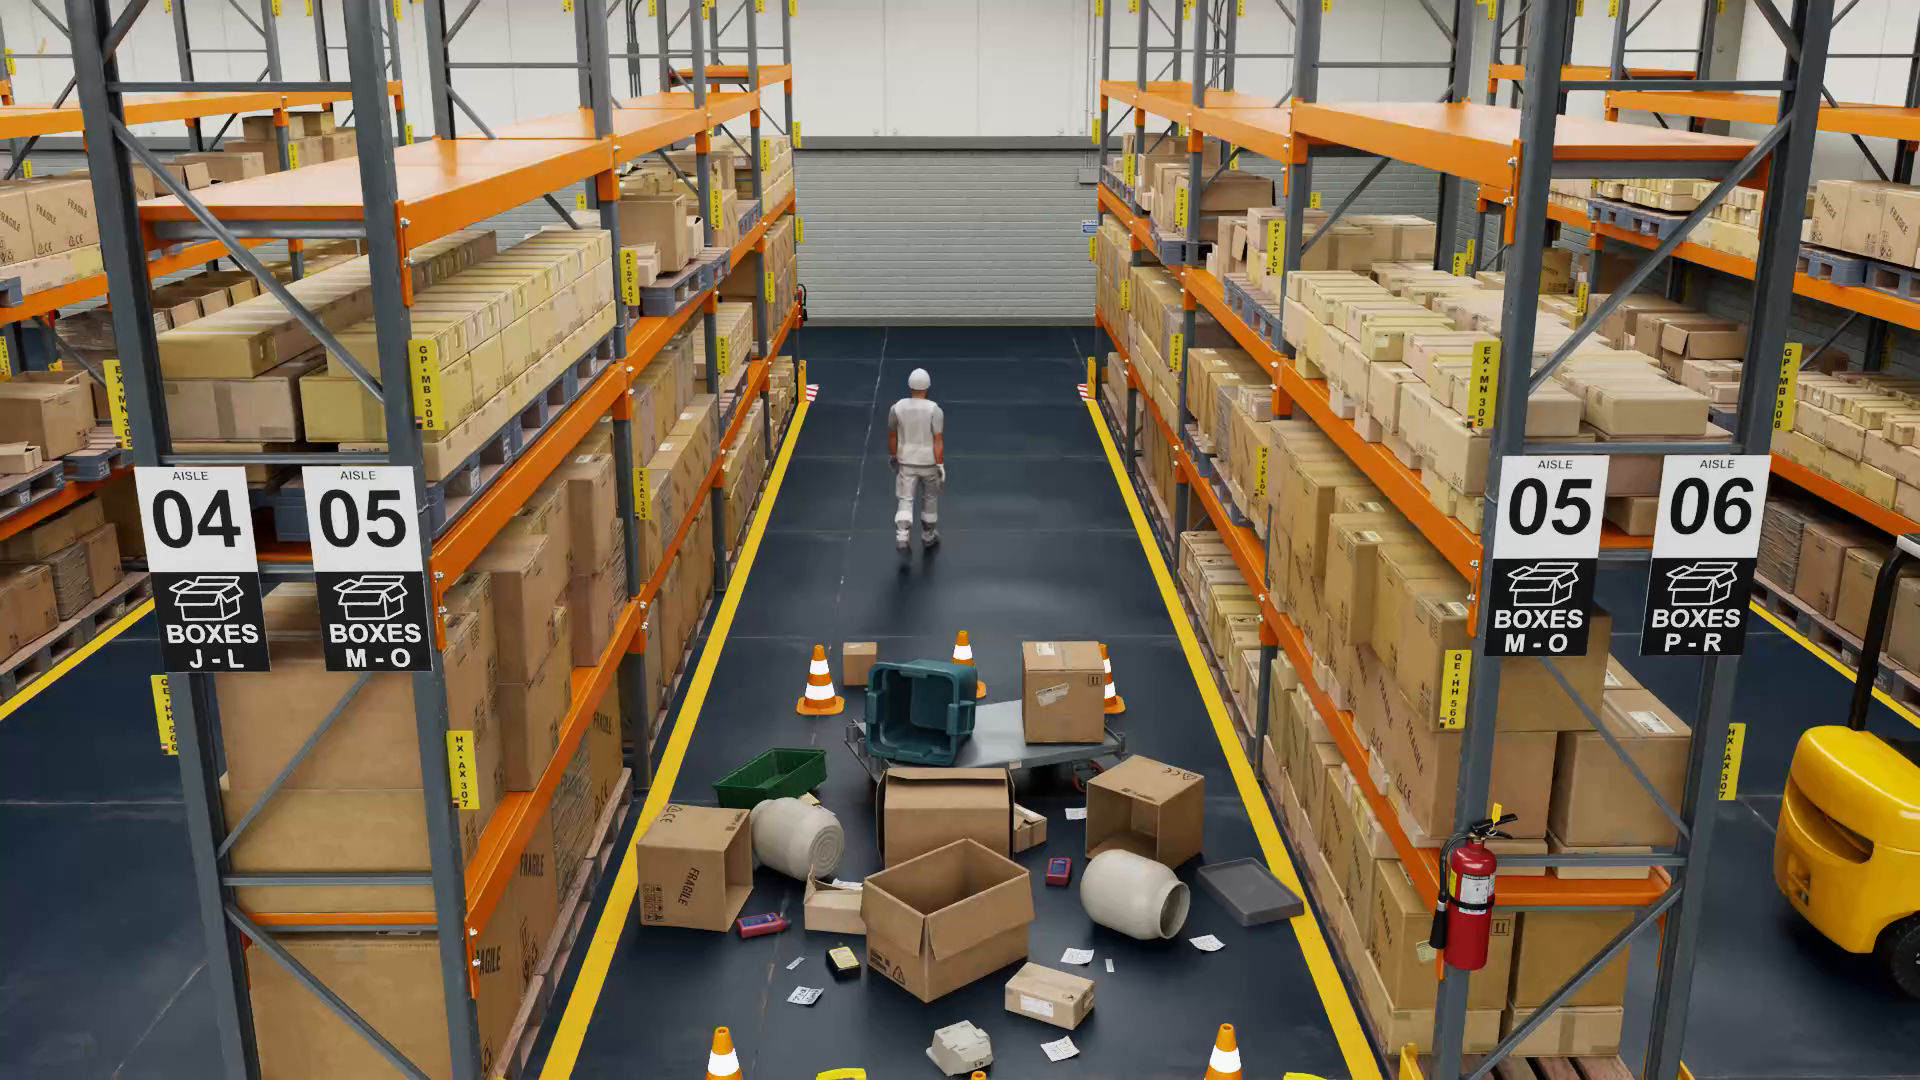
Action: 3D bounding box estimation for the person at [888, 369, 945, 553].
[{"bbox_3d":[-0.401,-0.722,15.363,0.572,1.756,0.951,3,17,9],"label":"person"}]
